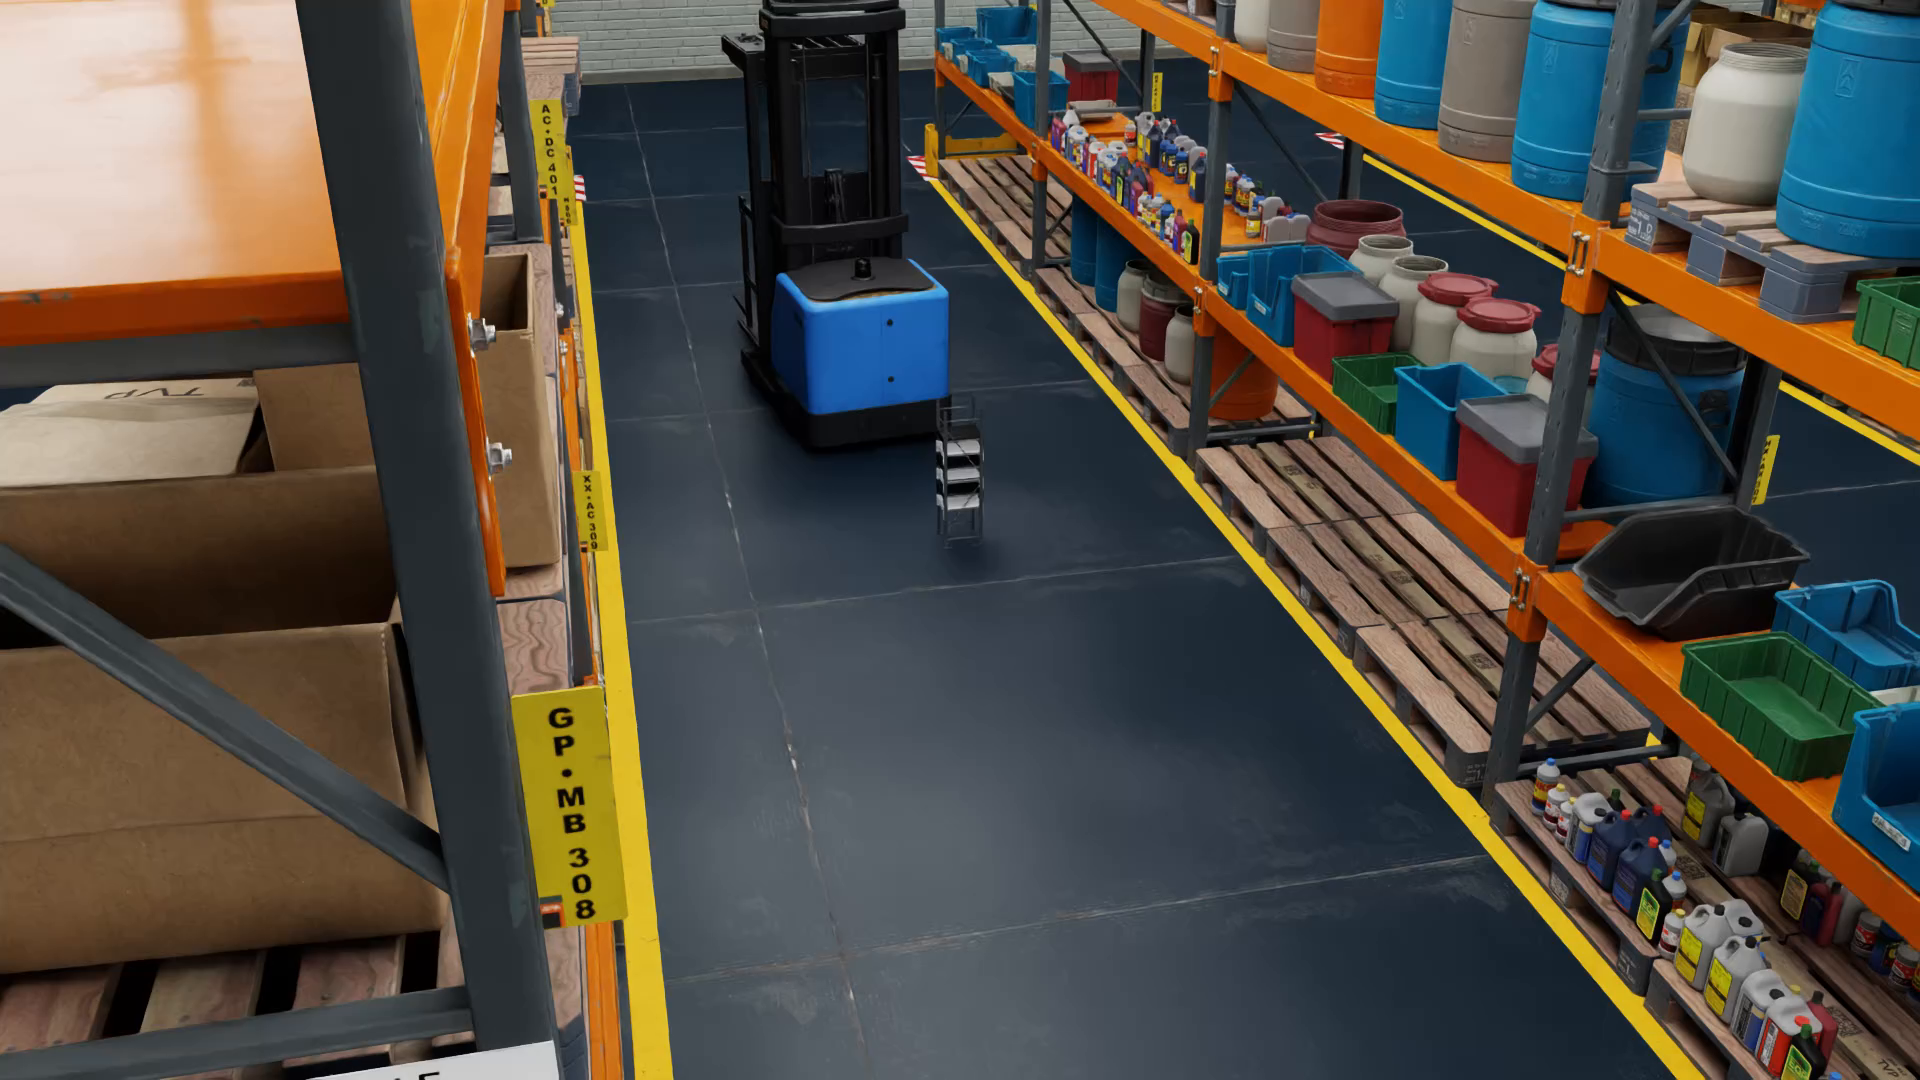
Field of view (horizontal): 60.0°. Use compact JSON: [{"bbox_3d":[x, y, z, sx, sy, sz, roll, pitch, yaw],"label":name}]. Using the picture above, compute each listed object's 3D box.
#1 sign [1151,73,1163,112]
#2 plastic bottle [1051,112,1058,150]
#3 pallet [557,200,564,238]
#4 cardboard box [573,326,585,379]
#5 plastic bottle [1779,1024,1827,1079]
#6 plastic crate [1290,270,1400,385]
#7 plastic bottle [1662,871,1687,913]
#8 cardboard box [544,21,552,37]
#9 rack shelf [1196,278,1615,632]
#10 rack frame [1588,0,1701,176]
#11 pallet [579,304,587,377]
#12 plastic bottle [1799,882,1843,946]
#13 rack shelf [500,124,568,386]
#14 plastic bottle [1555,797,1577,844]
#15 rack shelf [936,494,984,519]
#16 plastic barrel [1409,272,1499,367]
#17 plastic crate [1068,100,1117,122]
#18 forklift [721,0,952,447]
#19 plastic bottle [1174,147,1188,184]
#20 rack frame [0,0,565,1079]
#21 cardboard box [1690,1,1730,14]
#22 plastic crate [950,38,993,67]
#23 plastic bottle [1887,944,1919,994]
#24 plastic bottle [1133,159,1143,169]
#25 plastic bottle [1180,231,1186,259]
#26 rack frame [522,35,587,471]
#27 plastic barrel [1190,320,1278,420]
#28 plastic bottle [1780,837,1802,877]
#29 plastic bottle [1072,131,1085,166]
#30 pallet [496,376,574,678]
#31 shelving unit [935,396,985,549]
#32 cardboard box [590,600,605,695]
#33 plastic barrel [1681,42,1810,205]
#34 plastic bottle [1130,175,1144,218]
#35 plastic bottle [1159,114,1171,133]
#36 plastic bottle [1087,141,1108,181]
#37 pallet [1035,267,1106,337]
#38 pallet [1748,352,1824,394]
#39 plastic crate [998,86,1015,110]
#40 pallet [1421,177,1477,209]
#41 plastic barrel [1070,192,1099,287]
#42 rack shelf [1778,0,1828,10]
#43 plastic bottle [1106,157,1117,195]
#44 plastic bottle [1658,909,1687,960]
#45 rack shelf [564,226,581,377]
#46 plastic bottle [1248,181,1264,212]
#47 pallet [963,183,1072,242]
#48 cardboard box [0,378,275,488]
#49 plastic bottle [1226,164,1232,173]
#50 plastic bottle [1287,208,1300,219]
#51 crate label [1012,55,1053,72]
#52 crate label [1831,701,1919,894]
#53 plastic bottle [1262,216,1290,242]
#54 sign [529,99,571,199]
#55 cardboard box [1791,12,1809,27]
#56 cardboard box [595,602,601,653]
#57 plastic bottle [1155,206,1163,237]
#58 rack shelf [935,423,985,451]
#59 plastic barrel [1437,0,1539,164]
[{"bbox_3d":[1.670,-3.817,14.176,0.100,0.325,0.005,-6,27,-12],"label":"sign"},{"bbox_3d":[0.801,-3.382,13.751,0.061,0.283,0.133,-6,27,-12],"label":"plastic bottle"},{"bbox_3d":[-3.235,-2.148,11.390,1.003,0.211,1.213,-6,27,-12],"label":"pallet"},{"bbox_3d":[-2.847,-1.140,11.466,0.500,0.500,0.500,-6,27,-12],"label":"cardboard box"},{"bbox_3d":[2.953,1.835,5.812,0.061,0.283,0.133,-5,27,-10],"label":"plastic bottle"},{"bbox_3d":[2.101,-1.170,9.169,0.402,0.464,0.583,-6,27,-12],"label":"plastic crate"},{"bbox_3d":[2.826,1.436,6.616,0.097,0.271,0.097,0,27,0],"label":"plastic bottle"},{"bbox_3d":[-3.525,-3.863,13.354,0.500,0.500,0.500,-5,27,-10],"label":"cardboard box"},{"bbox_3d":[2.486,-0.683,9.073,1.077,0.370,4.000,-6,27,-12],"label":"rack shelf"},{"bbox_3d":[2.936,-2.804,5.819,1.000,3.000,0.127,-6,27,-12],"label":"rack frame"},{"bbox_3d":[-3.473,-1.539,13.064,1.003,0.211,1.213,-6,27,-12],"label":"pallet"},{"bbox_3d":[3.408,1.452,6.570,0.061,0.283,0.133,-6,27,-12],"label":"plastic bottle"},{"bbox_3d":[-2.341,-1.521,7.403,1.077,0.370,4.000,-6,27,-12],"label":"rack shelf"},{"bbox_3d":[2.627,1.200,7.160,0.097,0.201,0.097,0,27,0],"label":"plastic bottle"},{"bbox_3d":[-0.002,-0.215,10.150,0.258,0.077,0.200,-6,27,-12],"label":"rack shelf"},{"bbox_3d":[2.672,-1.141,9.031,0.433,0.535,0.433,0,27,0],"label":"plastic barrel"},{"bbox_3d":[1.168,-3.766,14.608,0.396,0.136,0.243,-6,27,-12],"label":"plastic crate"},{"bbox_3d":[-1.047,-2.583,12.116,1.130,2.935,3.031,-9,28,-18],"label":"forklift"},{"bbox_3d":[1.699,-2.877,12.764,0.097,0.271,0.097,0,27,0],"label":"plastic bottle"},{"bbox_3d":[-0.992,-0.547,1.346,0.949,2.616,0.053,-6,27,-12],"label":"rack frame"},{"bbox_3d":[6.111,-4.354,14.323,0.797,0.503,0.637,-7,28,-13],"label":"cardboard box"},{"bbox_3d":[0.115,-4.915,16.779,0.416,0.233,0.300,-6,27,-12],"label":"plastic crate"},{"bbox_3d":[3.611,1.617,6.334,0.097,0.201,0.097,0,27,0],"label":"plastic bottle"},{"bbox_3d":[1.311,-2.706,12.425,0.097,0.271,0.097,0,27,0],"label":"plastic bottle"},{"bbox_3d":[1.520,-1.980,11.065,0.097,0.201,0.097,0,27,0],"label":"plastic bottle"},{"bbox_3d":[-2.792,-1.381,9.657,1.000,3.000,0.127,-6,27,-12],"label":"rack frame"},{"bbox_3d":[1.908,-1.314,11.466,0.600,0.830,0.708,-6,27,-12],"label":"plastic barrel"},{"bbox_3d":[3.483,1.295,6.881,0.061,0.283,0.133,-4,27,-8],"label":"plastic bottle"},{"bbox_3d":[0.949,-3.124,13.254,0.097,0.271,0.097,0,27,0],"label":"plastic bottle"},{"bbox_3d":[-1.401,-0.018,3.726,1.003,0.211,1.213,-6,27,-12],"label":"pallet"},{"bbox_3d":[-0.002,-0.405,10.054,0.258,0.900,0.210,-6,27,-12],"label":"shelving unit"},{"bbox_3d":[-1.966,0.511,7.872,0.500,0.311,0.500,-7,28,-13],"label":"cardboard box"},{"bbox_3d":[2.842,-1.494,5.961,0.421,0.512,0.421,0,27,0],"label":"plastic barrel"},{"bbox_3d":[1.271,-2.466,11.936,0.061,0.283,0.133,-6,27,-12],"label":"plastic bottle"},{"bbox_3d":[1.660,-3.246,13.407,0.144,0.351,0.185,-6,27,-12],"label":"plastic bottle"},{"bbox_3d":[1.075,-2.934,12.872,0.152,0.276,0.135,-6,27,-12],"label":"plastic bottle"},{"bbox_3d":[1.267,-2.050,14.078,1.003,0.211,1.213,-6,27,-12],"label":"pallet"},{"bbox_3d":[6.756,-1.494,12.976,1.003,0.211,1.213,-6,27,-12],"label":"pallet"},{"bbox_3d":[0.620,-4.006,15.097,0.437,0.125,0.590,-6,27,-12],"label":"plastic crate"},{"bbox_3d":[5.586,-3.775,17.494,1.003,0.211,1.213,-6,27,-12],"label":"pallet"},{"bbox_3d":[1.240,-2.648,14.031,0.600,0.901,0.708,-6,27,-12],"label":"plastic barrel"},{"bbox_3d":[6.410,-4.281,12.872,1.077,0.370,4.000,-6,27,-12],"label":"rack shelf"},{"bbox_3d":[1.149,-2.734,12.481,0.097,0.271,0.097,0,27,0],"label":"plastic bottle"},{"bbox_3d":[2.798,1.533,6.502,0.097,0.201,0.097,0,27,0],"label":"plastic bottle"},{"bbox_3d":[-3.242,-1.938,11.558,1.077,0.370,4.000,-6,27,-12],"label":"rack shelf"},{"bbox_3d":[2.110,-2.421,11.846,0.061,0.283,0.133,-6,27,-12],"label":"plastic bottle"},{"bbox_3d":[0.652,-3.249,16.452,1.003,0.211,1.213,-6,27,-12],"label":"pallet"},{"bbox_3d":[-1.631,-0.141,3.349,0.500,0.311,0.500,-3,27,-6],"label":"cardboard box"},{"bbox_3d":[1.940,-2.658,12.326,0.152,0.276,0.135,-6,27,-12],"label":"plastic bottle"},{"bbox_3d":[2.253,-2.101,11.227,0.097,0.271,0.097,0,27,0],"label":"plastic bottle"},{"bbox_3d":[0.730,-4.715,16.489,0.396,0.136,0.243,-6,27,-12],"label":"crate label"},{"bbox_3d":[3.160,0.834,5.230,0.502,0.435,0.616,-6,27,-12],"label":"crate label"},{"bbox_3d":[2.104,-2.034,11.089,0.152,0.276,0.135,-6,27,-12],"label":"plastic bottle"},{"bbox_3d":[-1.350,-1.287,5.480,0.100,0.325,0.005,-6,27,-12],"label":"sign"},{"bbox_3d":[9.764,-5.961,19.010,0.380,0.149,0.250,-5,27,-10],"label":"cardboard box"},{"bbox_3d":[-2.087,0.538,8.441,0.500,0.250,0.500,-5,27,-11],"label":"cardboard box"},{"bbox_3d":[1.402,-2.210,11.519,0.097,0.201,0.097,0,27,0],"label":"plastic bottle"},{"bbox_3d":[-0.002,-0.617,9.948,0.258,0.077,0.200,-6,27,-12],"label":"rack shelf"},{"bbox_3d":[2.463,-2.177,7.350,0.600,0.901,0.600,0,27,0],"label":"plastic barrel"}]
